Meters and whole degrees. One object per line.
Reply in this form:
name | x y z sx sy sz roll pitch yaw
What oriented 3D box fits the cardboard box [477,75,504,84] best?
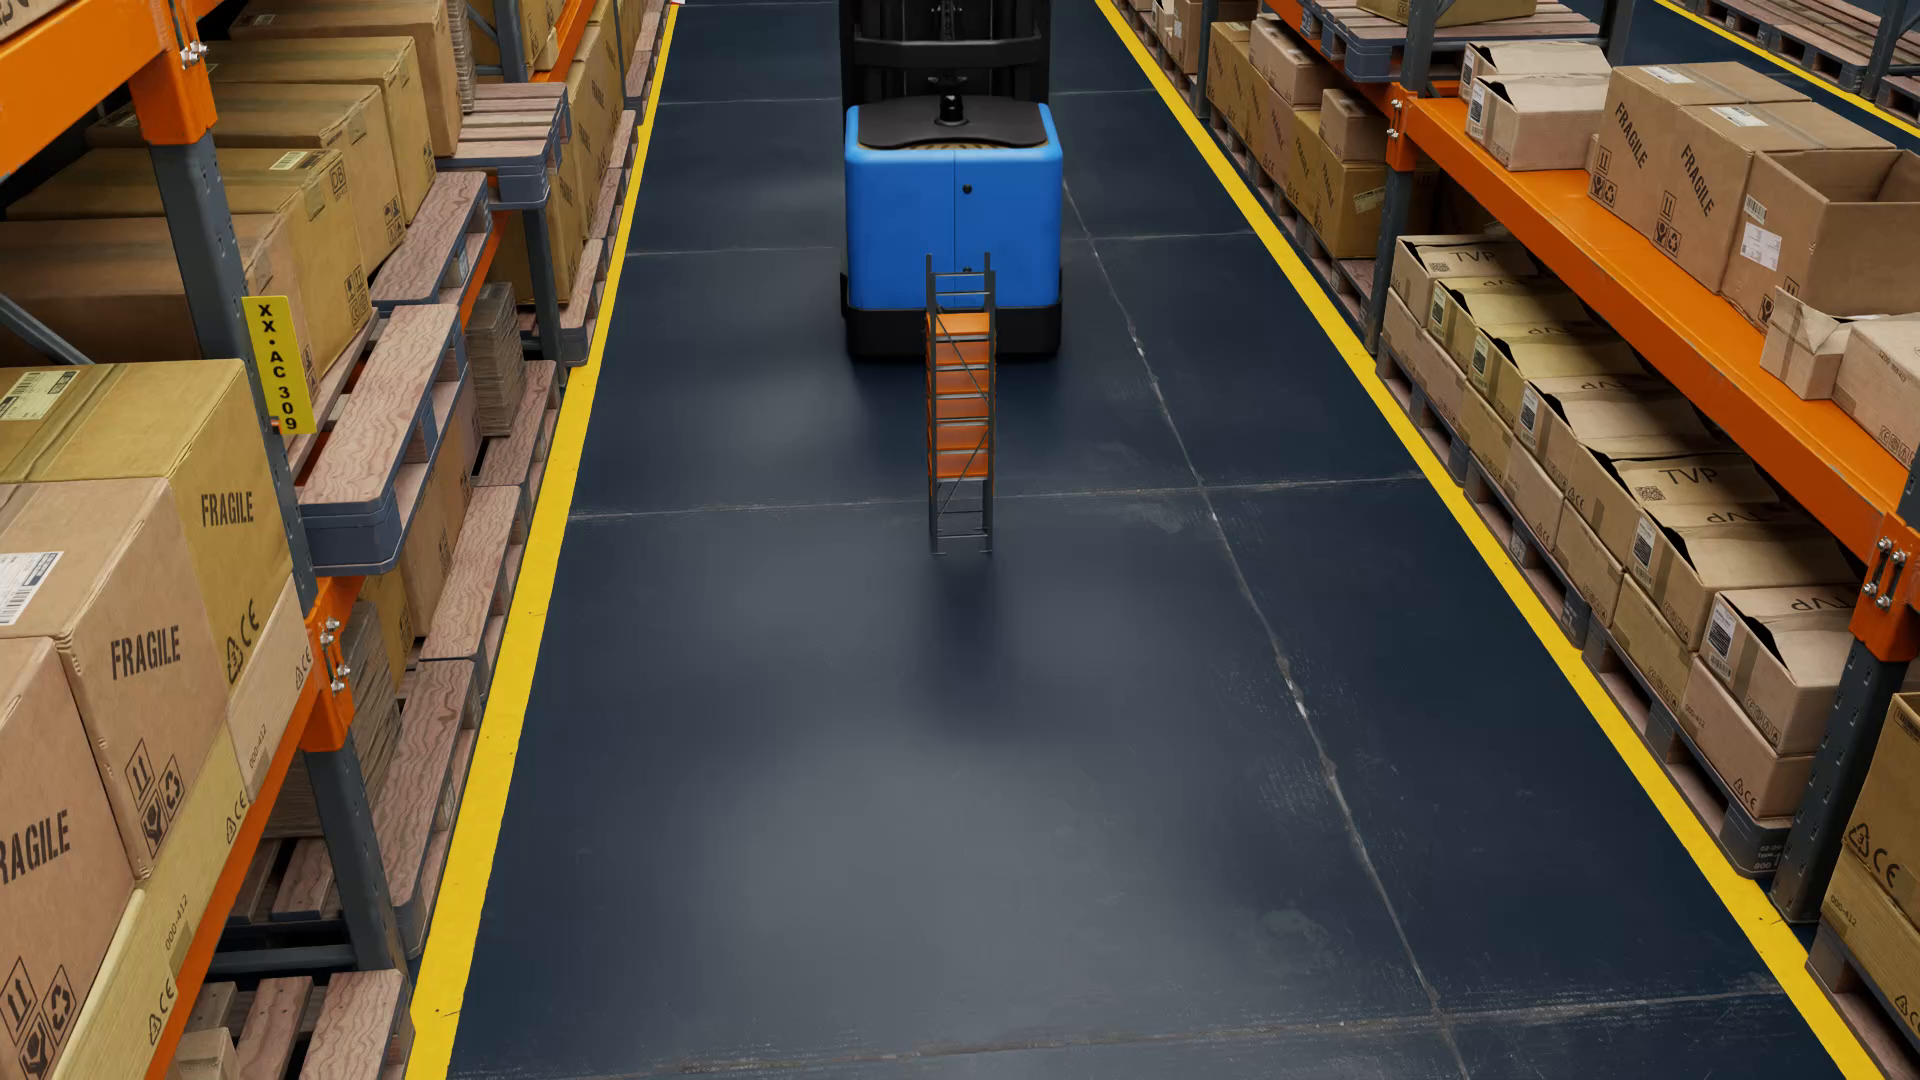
cardboard box | -2.193 -2.097 7.561 0.380 0.149 0.250 -3 31 -5

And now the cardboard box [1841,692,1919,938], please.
cardboard box | 2.644 0.716 4.167 0.500 0.500 0.500 -3 31 -5

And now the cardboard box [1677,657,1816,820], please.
cardboard box | 2.585 0.588 5.112 0.500 0.250 0.500 -3 31 -5

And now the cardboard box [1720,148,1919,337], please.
cardboard box | 2.808 -0.919 5.265 0.500 0.500 0.500 -1 31 -1

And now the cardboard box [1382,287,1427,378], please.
cardboard box | 2.295 -0.975 7.728 0.500 0.250 0.500 -3 31 -5

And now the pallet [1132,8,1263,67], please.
pallet | 1.985 -4.076 13.369 1.003 0.211 1.213 -3 31 -5

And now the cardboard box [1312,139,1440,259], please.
cardboard box | 2.218 -1.838 8.911 0.500 0.500 0.500 -2 31 -3

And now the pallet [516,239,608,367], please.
pallet | -2.392 -1.226 8.597 1.003 0.211 1.213 -3 31 -5

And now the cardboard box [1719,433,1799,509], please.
cardboard box | 3.031 -0.197 5.880 0.500 0.311 0.500 -4 31 -6

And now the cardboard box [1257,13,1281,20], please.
cardboard box | 2.250 -3.937 12.750 0.380 0.166 0.250 -3 31 -5

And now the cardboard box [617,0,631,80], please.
cardboard box | -2.734 -3.553 11.801 0.700 0.500 0.500 -2 31 -4

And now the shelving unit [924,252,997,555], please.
shelving unit | 0.001 -0.508 6.430 0.258 1.200 0.189 -3 31 -5

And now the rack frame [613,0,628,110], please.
rack frame | -2.767 -4.059 10.621 1.000 3.000 0.127 -3 31 -5

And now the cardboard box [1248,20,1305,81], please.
cardboard box | 2.061 -2.967 10.069 0.500 0.250 0.500 -3 31 -4

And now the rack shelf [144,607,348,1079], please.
rack shelf | -1.832 1.355 2.257 1.077 0.370 4.000 -3 31 -5

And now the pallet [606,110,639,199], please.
pallet | -2.620 -2.472 10.682 1.003 0.211 1.213 -3 31 -5

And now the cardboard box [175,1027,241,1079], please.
cardboard box | -1.939 1.324 3.941 0.380 0.166 0.250 -7 32 -11

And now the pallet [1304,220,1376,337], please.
pallet | 2.507 -1.442 8.958 1.003 0.211 1.213 -3 31 -5

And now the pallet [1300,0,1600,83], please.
pallet | 2.405 -2.516 8.225 1.213 0.211 1.003 -3 31 -5

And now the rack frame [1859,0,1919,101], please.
rack frame | 7.097 -4.534 11.415 1.000 3.000 0.127 -3 31 -5

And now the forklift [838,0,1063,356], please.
forklift | -0.089 -2.880 8.714 1.130 2.935 3.031 -1 31 -2

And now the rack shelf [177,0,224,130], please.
rack shelf | -2.206 -1.975 4.907 1.077 0.370 4.000 -3 31 -5

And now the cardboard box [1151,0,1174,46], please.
cardboard box | 1.759 -3.993 12.703 0.500 0.311 0.500 -3 31 -5

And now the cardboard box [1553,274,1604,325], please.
cardboard box | 2.888 -0.976 7.184 0.500 0.311 0.500 -3 31 -5

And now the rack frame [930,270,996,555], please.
rack frame | 0.010 -0.461 6.352 0.240 1.200 0.006 -3 31 -5

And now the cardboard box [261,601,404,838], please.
cardboard box | -2.105 0.535 4.939 0.700 0.500 0.500 -2 31 -3

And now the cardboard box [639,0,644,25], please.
cardboard box | -2.881 -4.344 13.125 0.700 0.500 0.500 -4 31 -6

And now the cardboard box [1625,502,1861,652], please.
cardboard box | 2.534 0.087 5.404 0.500 0.311 0.500 -2 31 -3

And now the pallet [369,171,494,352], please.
pallet | -2.167 -0.926 5.562 1.003 0.211 1.213 -3 31 -5

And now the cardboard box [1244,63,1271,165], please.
cardboard box | 2.068 -2.628 10.233 0.500 0.500 0.500 -2 31 -4

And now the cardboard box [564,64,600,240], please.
cardboard box | -2.407 -2.104 9.033 0.750 0.750 0.750 -3 31 -5

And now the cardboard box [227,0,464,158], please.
cardboard box | -2.260 -1.725 6.187 0.700 0.500 0.500 -6 31 -9

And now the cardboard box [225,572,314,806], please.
cardboard box | -1.673 0.308 3.435 0.500 0.250 0.500 -3 31 -4

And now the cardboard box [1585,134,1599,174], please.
cardboard box | 2.714 -1.500 6.581 0.380 0.149 0.250 -1 31 -1

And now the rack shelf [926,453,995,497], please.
rack shelf | 0.001 -0.264 6.576 0.258 0.103 0.180 -3 31 -5

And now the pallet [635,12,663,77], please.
pallet | -2.877 -3.878 13.037 1.003 0.211 1.213 -3 31 -5

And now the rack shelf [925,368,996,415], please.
rack shelf | 0.001 -0.573 6.391 0.258 0.103 0.180 -3 31 -5

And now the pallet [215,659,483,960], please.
pallet | -2.093 0.825 5.163 1.003 0.211 1.213 -3 31 -5

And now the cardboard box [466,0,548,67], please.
cardboard box | -2.184 -2.456 7.530 0.500 0.500 0.500 -2 31 -3

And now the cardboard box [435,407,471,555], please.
cardboard box | -2.267 -0.247 6.246 0.700 0.500 0.500 -3 31 -5

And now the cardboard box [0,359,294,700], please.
cardboard box | -1.667 -0.014 3.244 0.500 0.500 0.500 -3 31 -5

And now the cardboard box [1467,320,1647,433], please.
cardboard box | 2.398 -0.687 6.700 0.500 0.311 0.500 -4 31 -6

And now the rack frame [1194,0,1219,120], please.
rack frame | 2.165 -4.298 11.021 1.000 3.000 0.127 -3 31 -5

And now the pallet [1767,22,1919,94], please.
pallet | 6.990 -3.710 12.756 1.003 0.211 1.213 -3 31 -5

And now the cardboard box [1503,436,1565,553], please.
cardboard box | 2.445 -0.191 6.416 0.500 0.250 0.500 -2 31 -4

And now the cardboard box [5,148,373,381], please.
cardboard box | -2.078 -0.754 4.560 0.700 0.500 0.500 0 31 1

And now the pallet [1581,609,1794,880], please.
pallet | 2.805 0.609 5.525 1.003 0.211 1.213 -3 31 -5
